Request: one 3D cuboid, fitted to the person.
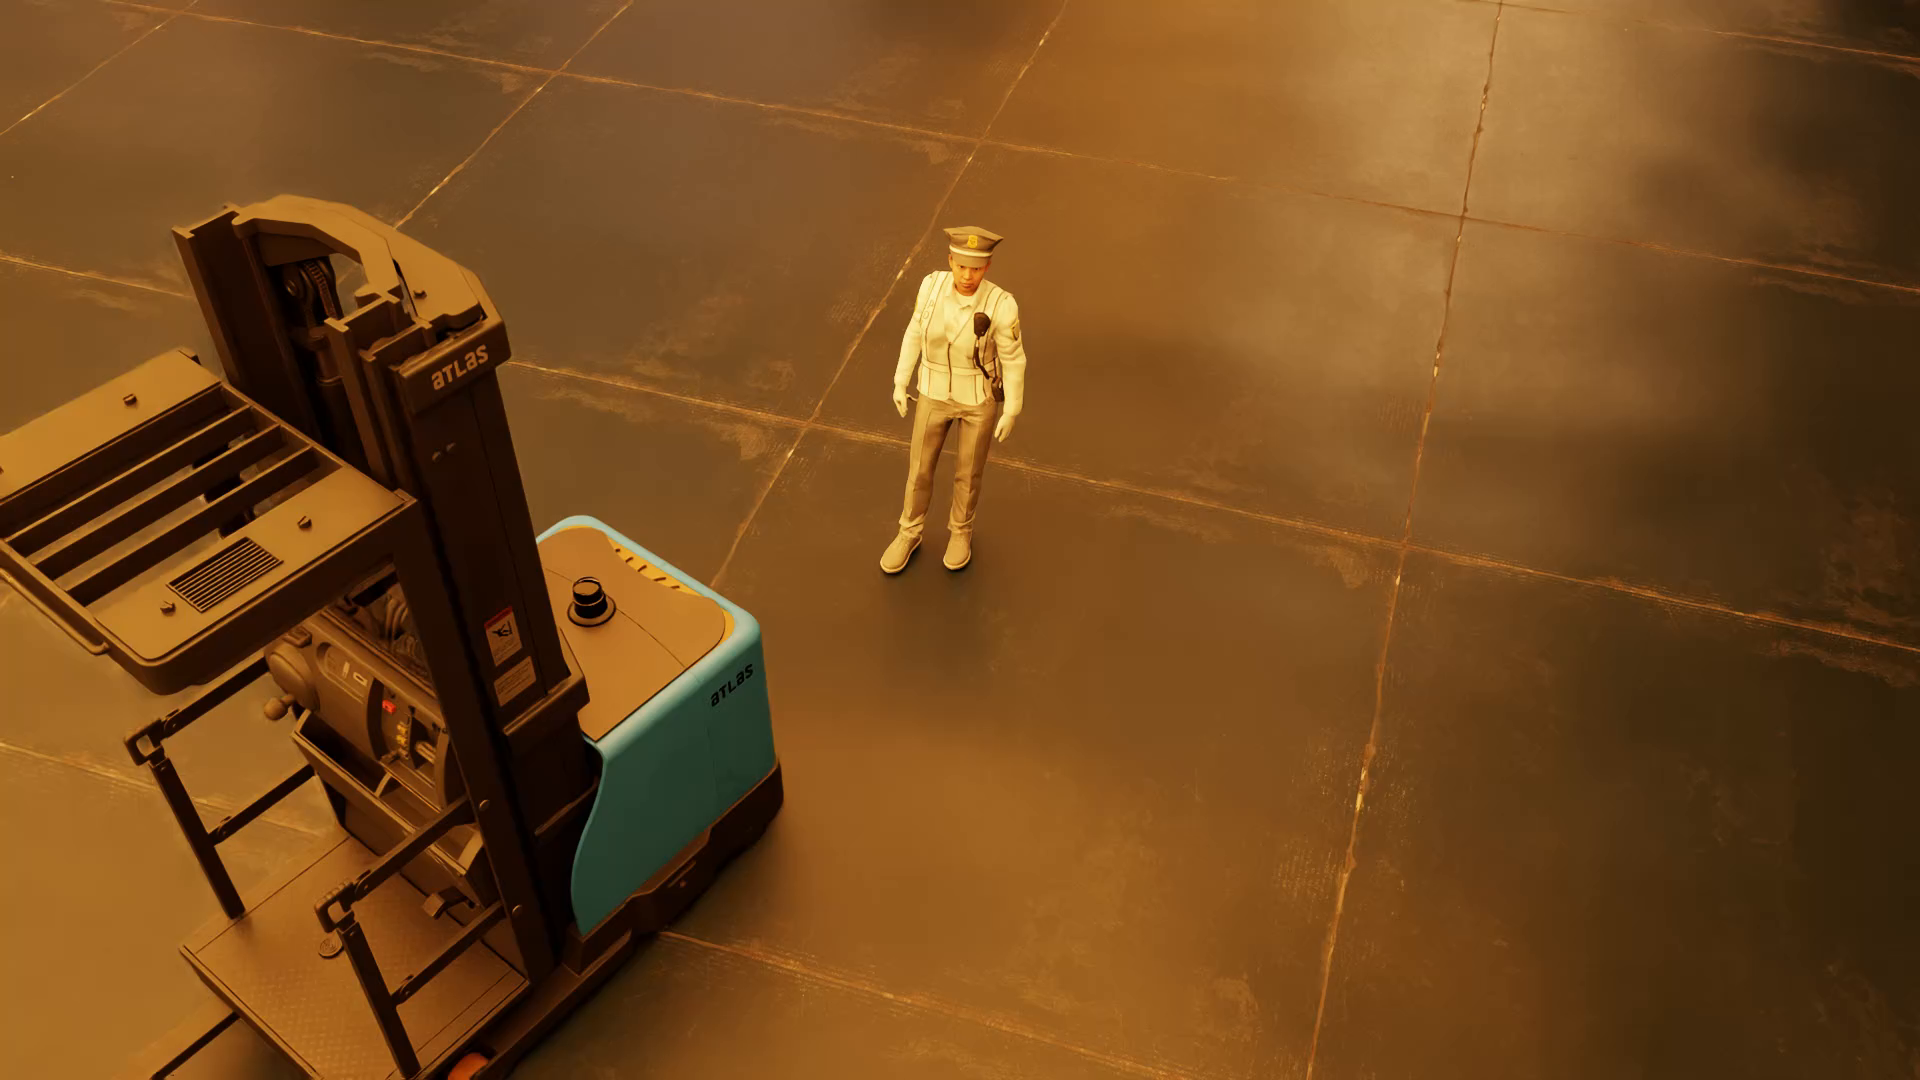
[{"bbox_3d":[-0.027,-0.584,7.213,0.588,1.696,0.533,12,44,13],"label":"person"}]

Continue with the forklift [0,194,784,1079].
[{"bbox_3d":[-2.016,0.580,5.065,1.130,2.935,3.031,29,50,27],"label":"forklift"}]
